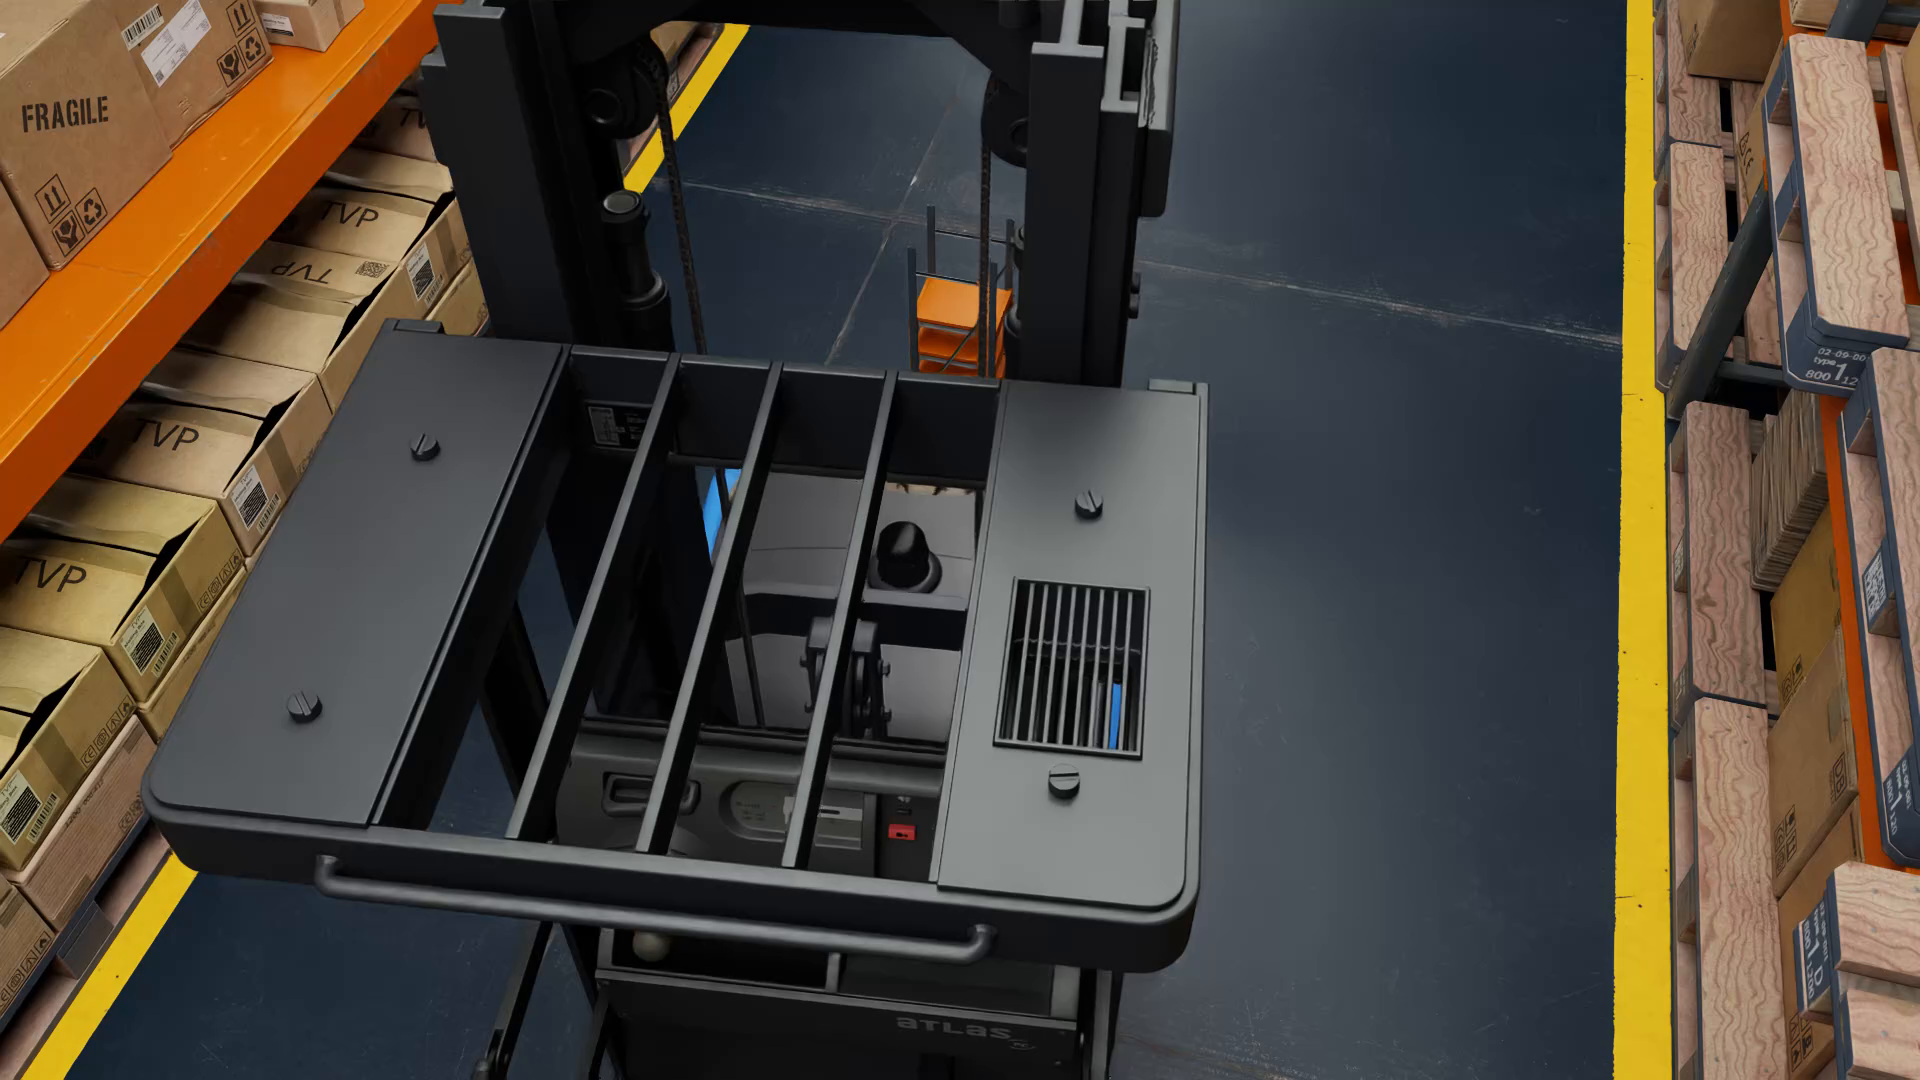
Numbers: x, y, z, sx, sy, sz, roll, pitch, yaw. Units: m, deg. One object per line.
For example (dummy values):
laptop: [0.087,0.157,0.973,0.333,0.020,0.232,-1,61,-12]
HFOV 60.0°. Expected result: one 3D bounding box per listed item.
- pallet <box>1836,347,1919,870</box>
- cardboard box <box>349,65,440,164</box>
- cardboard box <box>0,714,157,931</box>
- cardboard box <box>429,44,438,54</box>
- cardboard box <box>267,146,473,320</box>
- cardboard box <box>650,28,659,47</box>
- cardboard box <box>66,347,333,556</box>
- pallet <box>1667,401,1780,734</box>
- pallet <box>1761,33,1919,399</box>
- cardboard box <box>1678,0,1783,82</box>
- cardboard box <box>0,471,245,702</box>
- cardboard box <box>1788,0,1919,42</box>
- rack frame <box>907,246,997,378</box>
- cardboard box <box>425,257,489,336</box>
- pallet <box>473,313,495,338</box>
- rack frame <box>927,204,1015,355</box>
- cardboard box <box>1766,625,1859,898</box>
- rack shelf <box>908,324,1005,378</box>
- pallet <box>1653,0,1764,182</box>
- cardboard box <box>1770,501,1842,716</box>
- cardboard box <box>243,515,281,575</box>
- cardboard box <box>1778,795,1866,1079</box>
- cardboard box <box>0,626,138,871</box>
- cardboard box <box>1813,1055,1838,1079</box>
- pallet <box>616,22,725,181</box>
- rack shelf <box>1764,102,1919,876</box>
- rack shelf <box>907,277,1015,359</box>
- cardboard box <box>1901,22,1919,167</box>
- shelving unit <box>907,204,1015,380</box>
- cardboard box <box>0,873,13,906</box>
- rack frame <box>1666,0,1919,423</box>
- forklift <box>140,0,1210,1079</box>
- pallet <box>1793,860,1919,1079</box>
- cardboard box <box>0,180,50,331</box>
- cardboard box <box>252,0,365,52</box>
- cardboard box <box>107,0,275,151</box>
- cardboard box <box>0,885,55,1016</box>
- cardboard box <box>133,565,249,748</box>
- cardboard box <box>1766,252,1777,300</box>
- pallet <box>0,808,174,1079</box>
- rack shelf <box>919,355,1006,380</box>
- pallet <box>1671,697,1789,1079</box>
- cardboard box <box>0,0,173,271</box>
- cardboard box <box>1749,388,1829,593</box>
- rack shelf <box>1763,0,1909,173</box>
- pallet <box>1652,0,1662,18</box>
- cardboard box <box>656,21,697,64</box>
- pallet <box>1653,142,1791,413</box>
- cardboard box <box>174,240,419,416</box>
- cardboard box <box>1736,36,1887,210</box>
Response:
pallet: [2.307,0.176,3.222,1.003,0.211,1.213,12,50,10]
cardboard box: [-1.732,-1.381,5.648,0.500,0.311,0.500,12,50,10]
cardboard box: [-2.402,0.664,4.217,0.500,0.250,0.500,10,49,9]
cardboard box: [-1.991,-1.924,6.501,0.500,0.250,0.500,12,50,10]
cardboard box: [-1.863,-1.004,5.315,0.500,0.311,0.500,13,50,11]
cardboard box: [-1.487,-1.821,6.410,0.500,0.250,0.500,12,50,10]
cardboard box: [-2.132,-0.280,4.676,0.500,0.311,0.500,11,49,10]
pallet: [2.675,0.145,4.981,1.003,0.211,1.213,12,50,10]
pallet: [2.537,-0.754,4.042,1.003,0.211,1.213,12,50,10]
cardboard box: [3.271,-2.137,6.509,0.700,0.500,0.500,9,49,8]
cardboard box: [-2.267,0.092,4.348,0.500,0.311,0.500,10,49,9]
cardboard box: [2.710,-1.700,4.837,0.500,0.250,0.500,12,50,10]
rack frame: [-0.020,-0.341,4.751,0.240,1.200,0.006,12,50,10]
cardboard box: [-1.866,-0.822,5.529,0.500,0.250,0.500,11,49,9]
pallet: [-2.058,-0.853,5.862,1.003,0.211,1.213,12,50,10]
rack frame: [0.028,-0.474,4.868,0.240,1.200,0.006,12,50,10]
cardboard box: [2.440,0.621,4.075,0.700,0.500,0.500,12,50,10]
rack shelf: [0.004,-0.537,4.663,0.258,0.103,0.180,12,50,10]
pallet: [3.340,-1.796,6.695,1.003,0.211,1.213,12,50,10]
cardboard box: [2.613,0.260,4.394,0.700,0.500,0.500,11,49,9]
cardboard box: [-2.136,-0.084,4.878,0.500,0.250,0.500,12,50,11]
cardboard box: [2.316,0.988,3.751,0.700,0.500,0.500,11,50,10]
cardboard box: [-2.403,0.460,4.023,0.500,0.311,0.500,10,49,9]
cardboard box: [2.212,1.353,3.429,0.700,0.500,0.500,11,50,10]
pallet: [-1.652,-1.960,6.839,1.003,0.211,1.213,12,50,10]
rack shelf: [2.352,0.344,3.426,1.077,0.370,4.000,12,50,10]
rack shelf: [0.004,-0.616,4.573,0.258,0.103,0.180,12,50,10]
cardboard box: [2.711,-1.158,3.912,0.700,0.500,0.500,12,50,10]
shelving unit: [0.004,-0.407,4.809,0.258,1.200,0.189,12,50,10]
cardboard box: [-2.533,0.842,3.686,0.500,0.311,0.500,13,50,11]
rack frame: [2.878,-1.341,4.433,1.000,3.000,0.127,12,50,10]
forklift: [-0.256,0.661,2.711,1.130,2.935,3.031,5,49,4]
pallet: [1.910,1.079,2.425,1.213,0.211,1.003,12,50,10]
cardboard box: [-2.529,-0.673,3.776,0.500,0.500,0.500,9,49,8]
cardboard box: [-1.956,-1.599,4.750,0.396,0.266,0.258,10,49,9]
cardboard box: [-2.258,-1.416,4.432,0.500,0.500,0.500,15,50,13]
cardboard box: [-2.533,1.027,3.896,0.500,0.250,0.500,11,50,10]
cardboard box: [-2.271,0.286,4.550,0.500,0.250,0.500,10,49,9]
cardboard box: [2.990,-0.942,5.677,0.380,0.166,0.250,6,49,5]
pallet: [-2.700,0.912,4.304,1.003,0.211,1.213,12,50,10]
rack shelf: [0.004,-0.458,4.753,0.258,0.103,0.180,12,50,10]
pallet: [2.356,1.030,4.200,1.003,0.211,1.213,12,50,10]
cardboard box: [-2.390,-1.053,4.112,0.500,0.500,0.500,12,50,10]
cardboard box: [2.701,-0.124,4.732,0.700,0.500,0.500,13,50,11]
rack shelf: [3.405,-2.550,5.979,1.077,0.370,4.000,12,50,10]
pallet: [3.663,-2.676,7.471,1.003,0.211,1.213,12,50,10]
cardboard box: [-1.351,-2.181,6.728,0.500,0.250,0.500,12,50,10]
pallet: [3.021,-0.911,5.913,1.003,0.211,1.213,12,50,10]
cardboard box: [-1.996,-0.643,4.997,0.500,0.311,0.500,11,50,10]
cardboard box: [3.113,-1.418,5.875,0.500,0.500,0.500,8,49,7]
